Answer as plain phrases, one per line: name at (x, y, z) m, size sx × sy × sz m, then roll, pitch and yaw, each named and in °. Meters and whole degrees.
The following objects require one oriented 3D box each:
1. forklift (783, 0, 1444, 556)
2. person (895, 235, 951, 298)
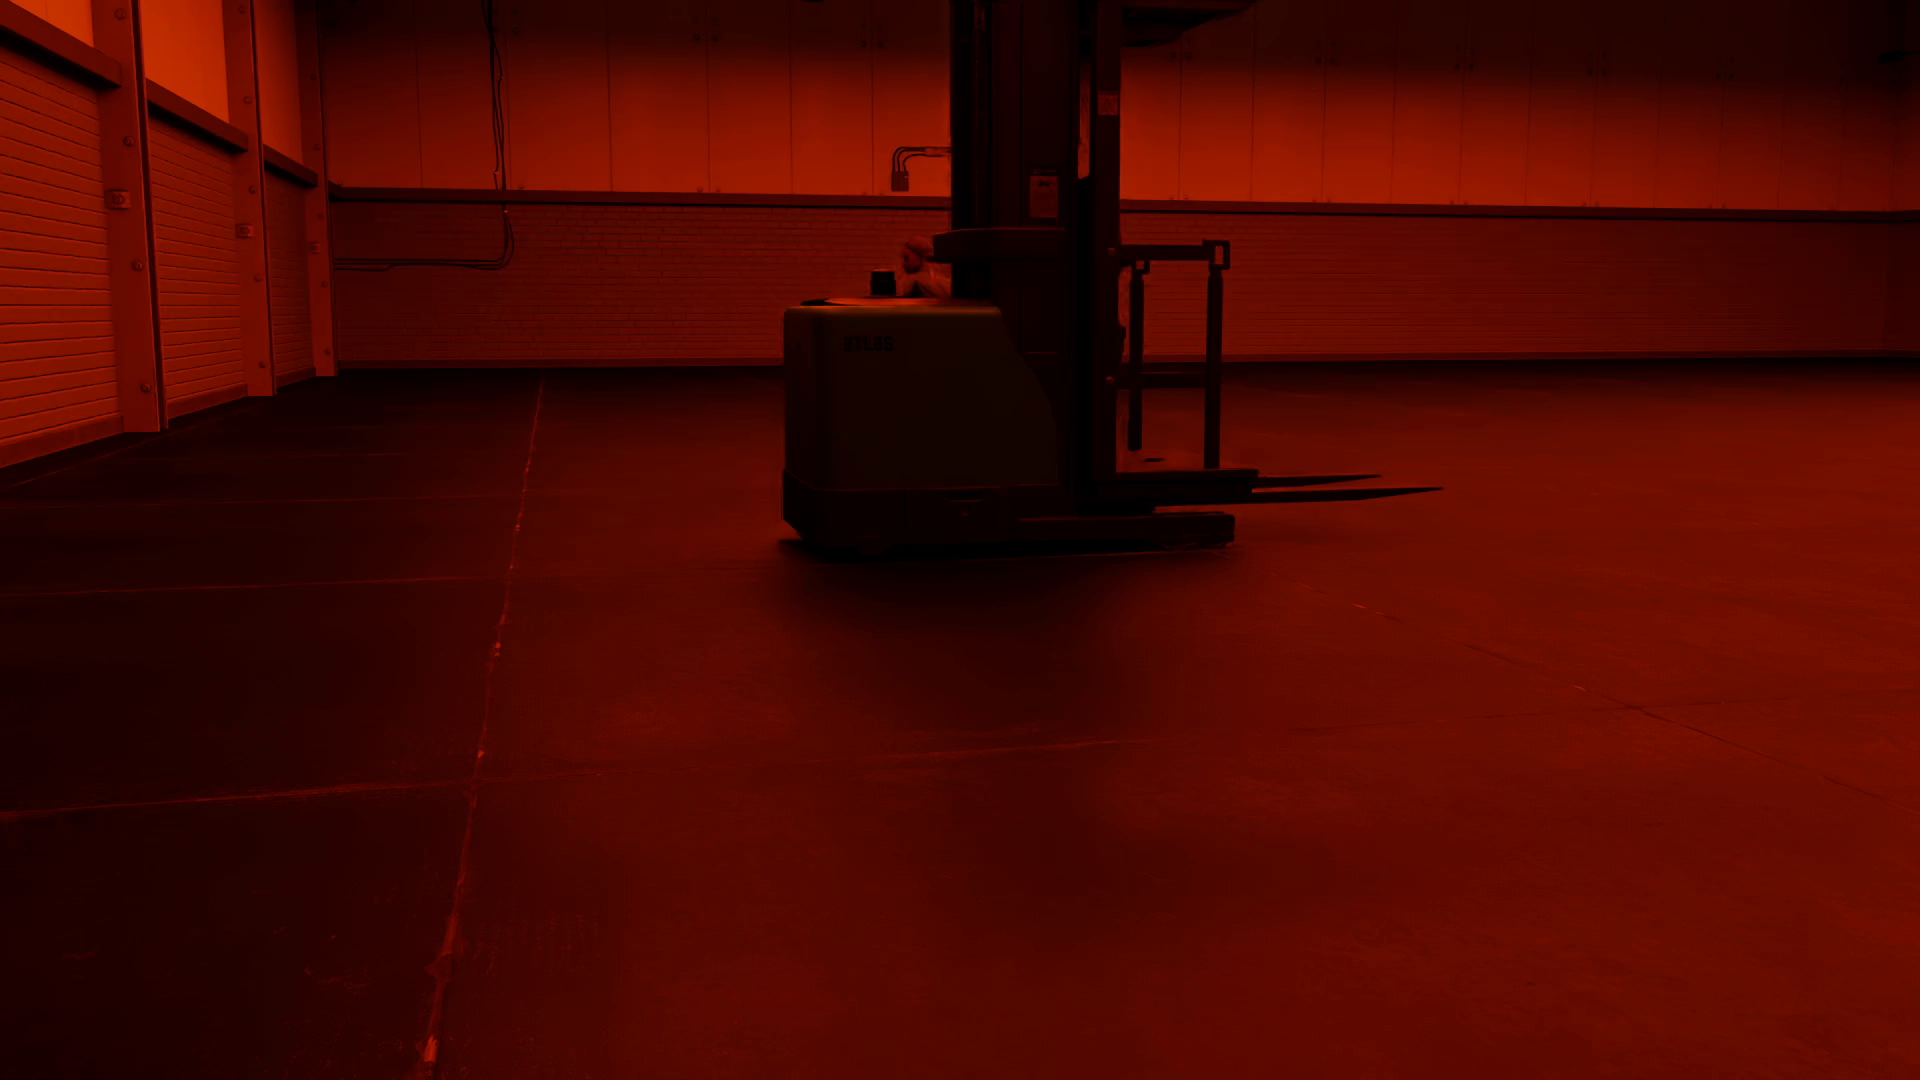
forklift at (0.740, -1.470, 7.637) m, size 3.031 × 2.935 × 1.130 m, roll -2°, pitch 8°, yaw -14°
person at (-0.235, -1.107, 10.313) m, size 0.995 × 1.545 × 0.486 m, roll -4°, pitch 9°, yaw -29°
